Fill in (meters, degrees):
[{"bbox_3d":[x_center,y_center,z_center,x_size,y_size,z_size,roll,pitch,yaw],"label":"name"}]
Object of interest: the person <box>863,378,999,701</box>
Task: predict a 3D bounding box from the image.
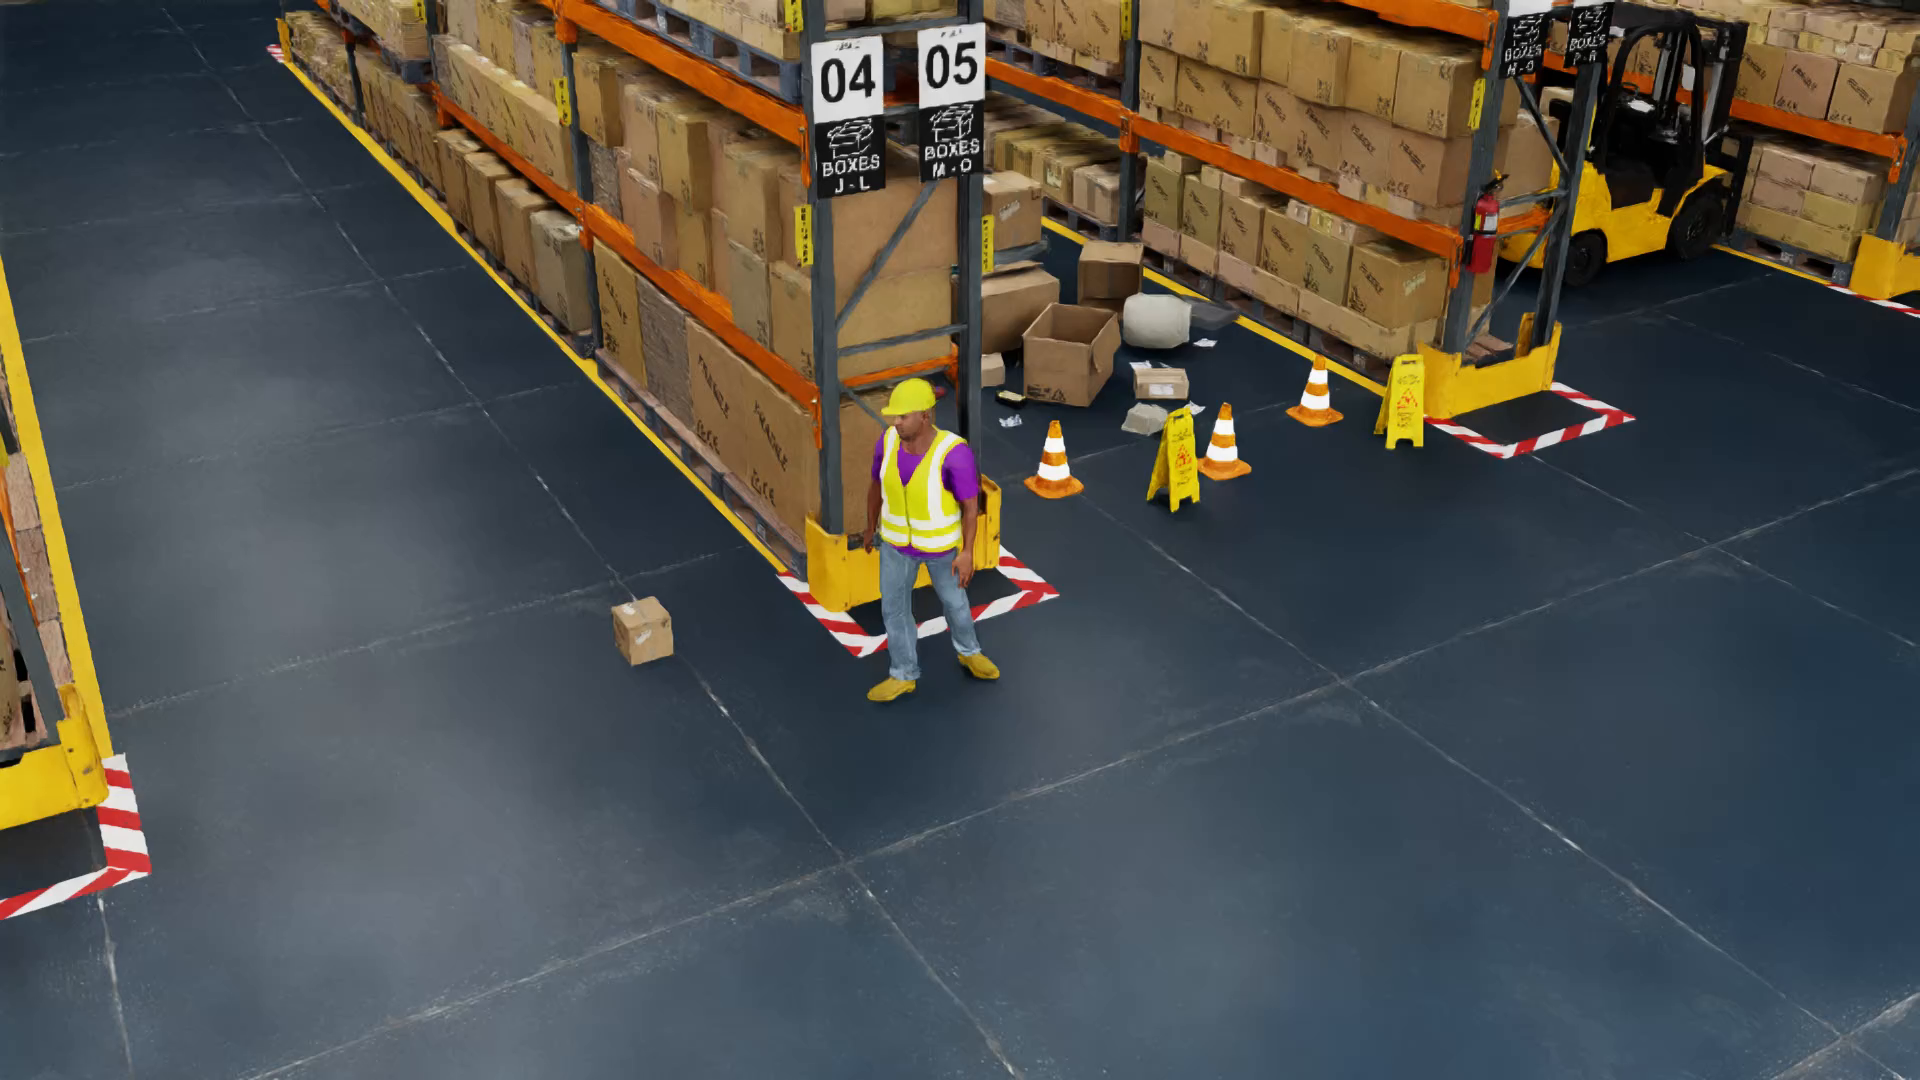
[{"bbox_3d":[-0.185,-0.002,8.548,0.743,1.759,0.602,10,30,18],"label":"person"}]
